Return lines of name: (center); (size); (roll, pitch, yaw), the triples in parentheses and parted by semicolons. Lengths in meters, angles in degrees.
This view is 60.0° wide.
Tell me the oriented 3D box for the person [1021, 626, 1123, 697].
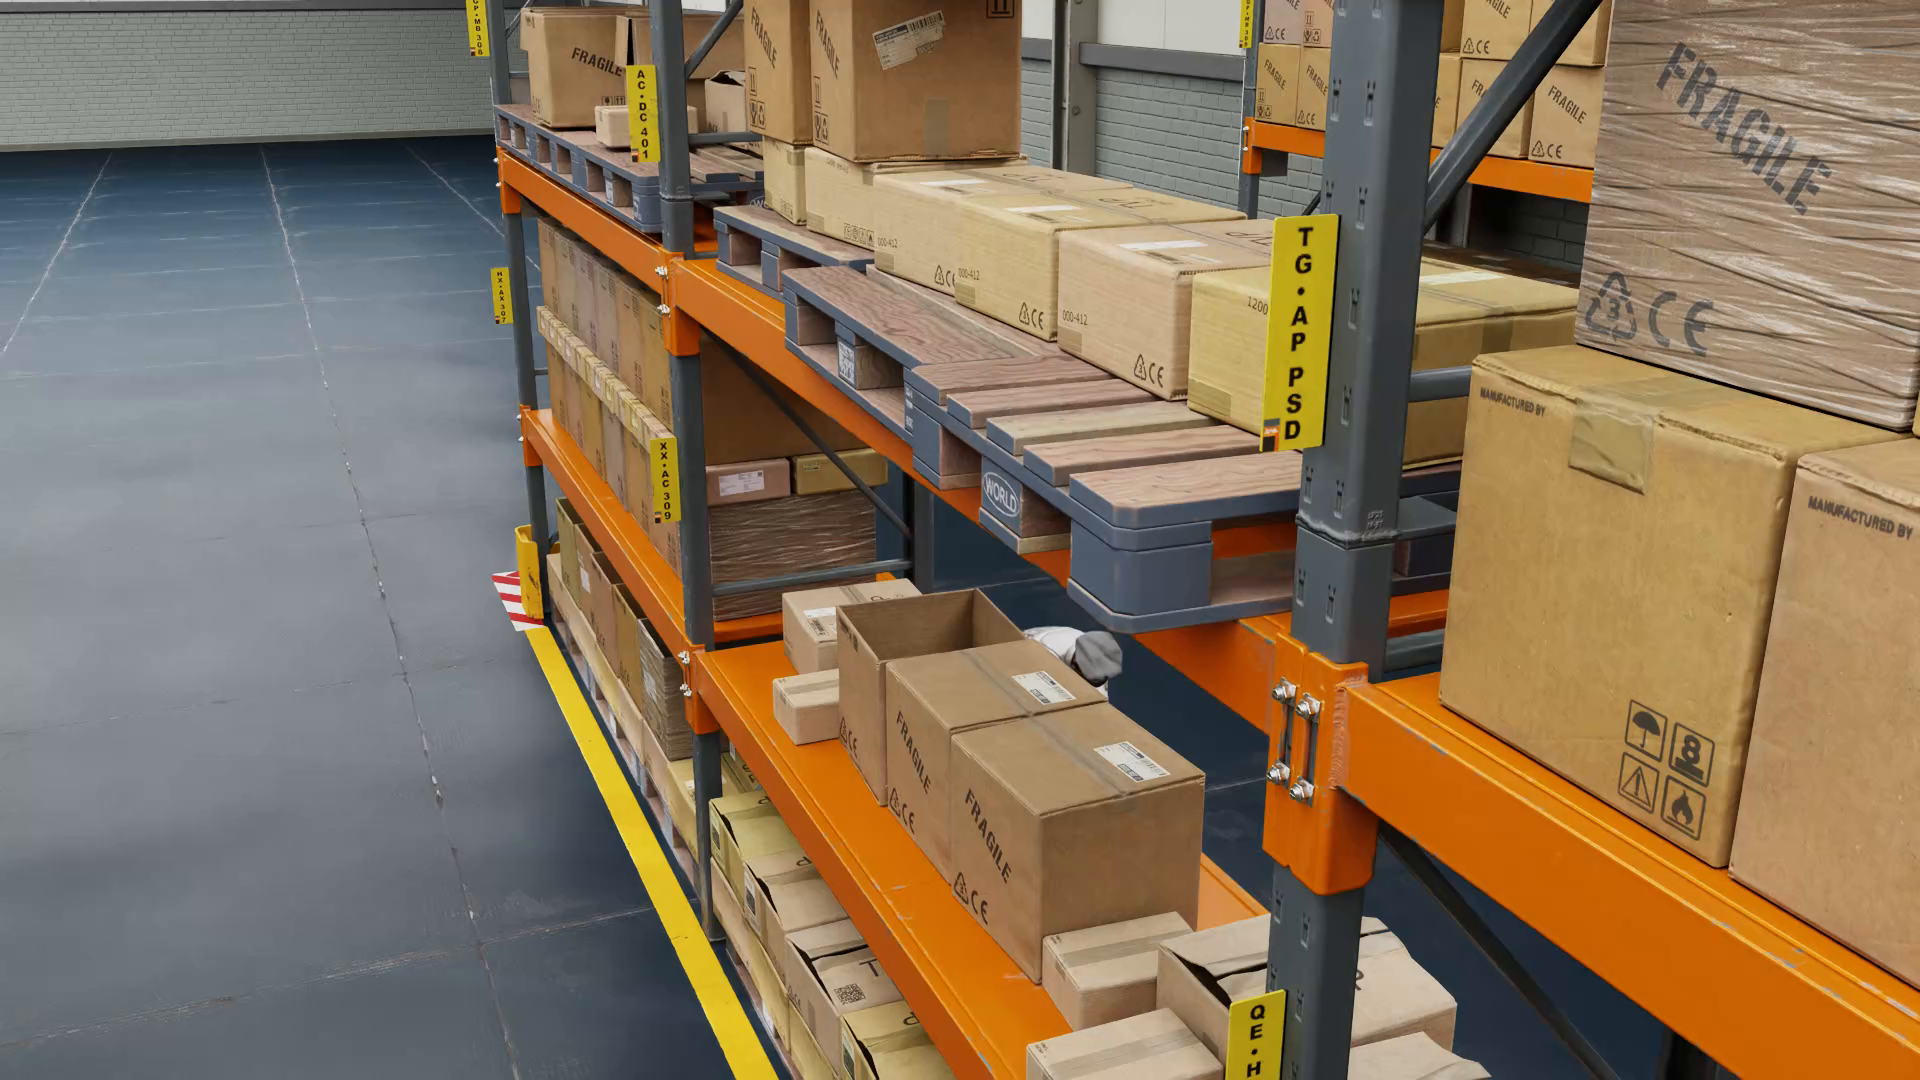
person: (0.489, 0.760, 8.327); (0.464, 0.850, 0.888); (-8, 21, -22)
